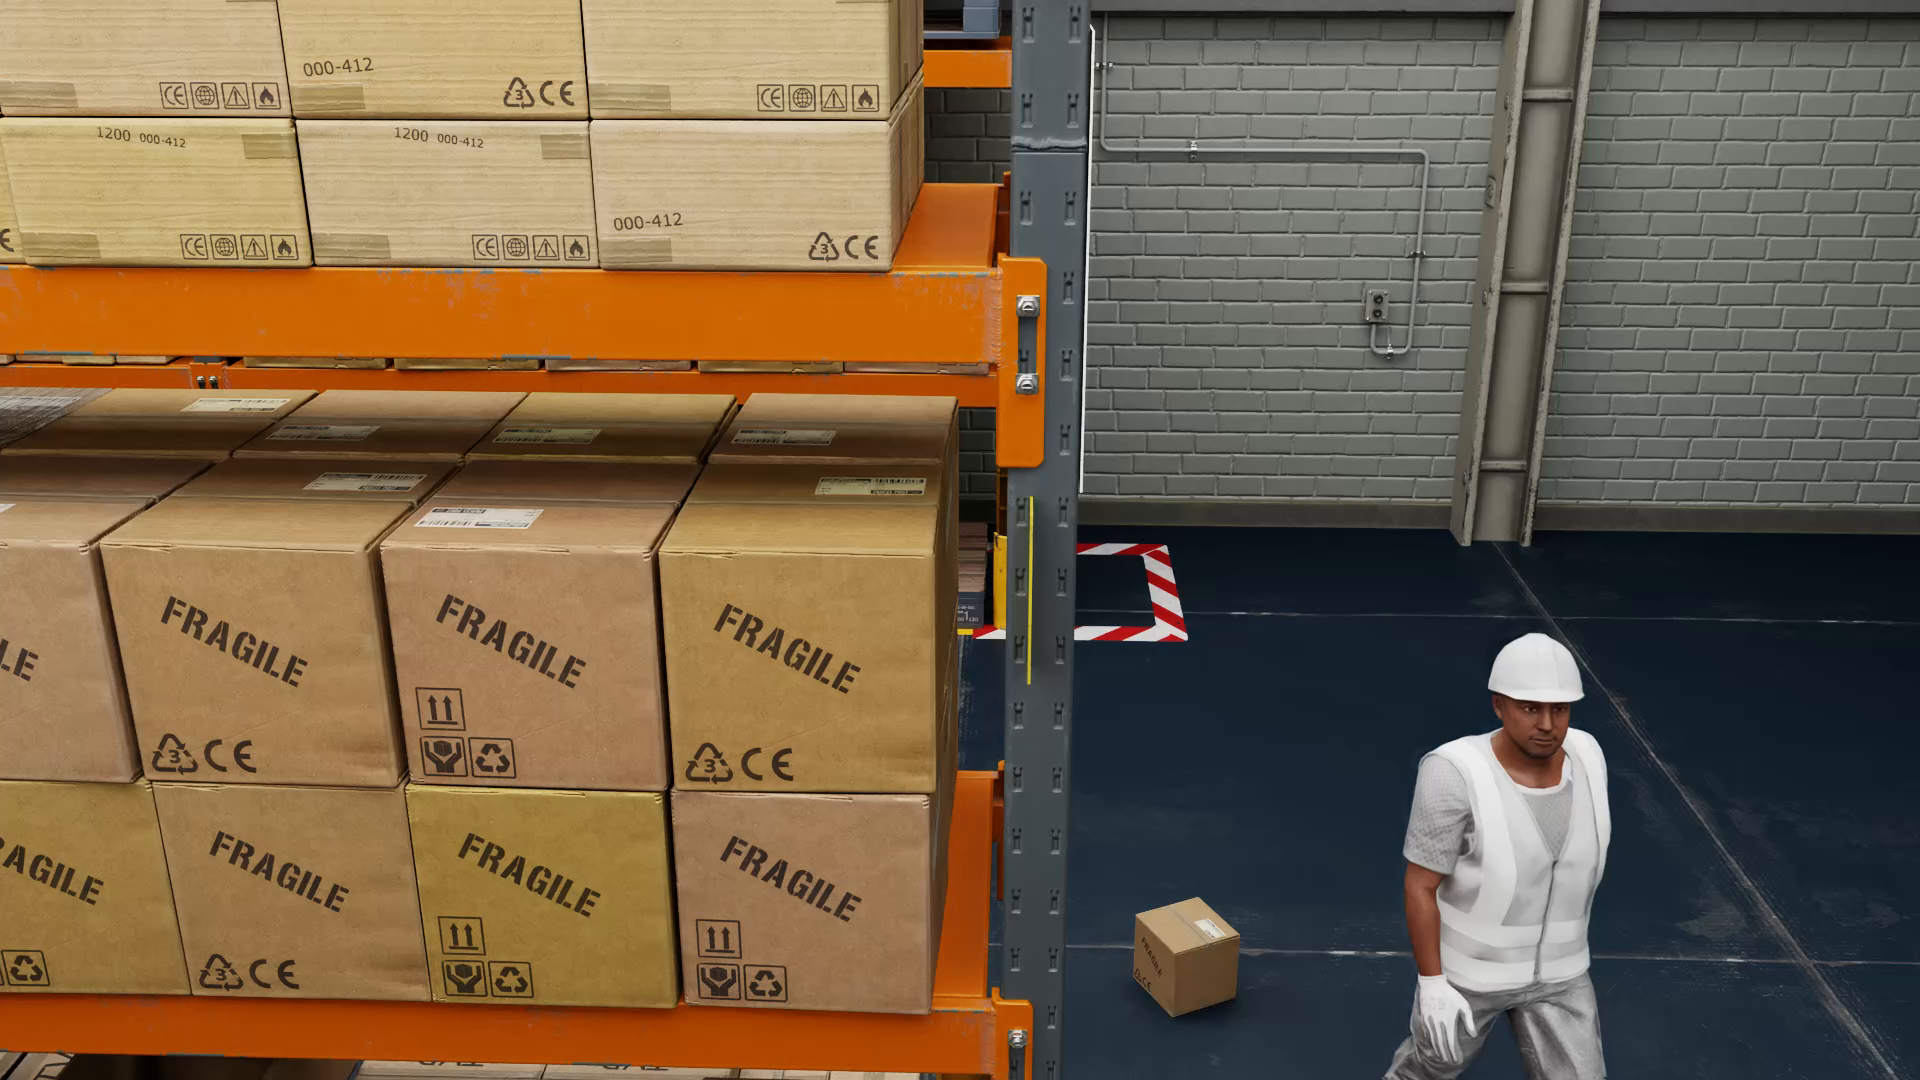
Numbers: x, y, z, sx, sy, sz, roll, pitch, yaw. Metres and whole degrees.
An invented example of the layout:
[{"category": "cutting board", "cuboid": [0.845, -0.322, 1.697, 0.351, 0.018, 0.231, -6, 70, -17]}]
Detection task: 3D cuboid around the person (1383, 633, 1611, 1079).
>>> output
[{"category": "person", "cuboid": [1.403, 1.076, 4.149, 0.605, 1.731, 0.999, -4, 21, -11]}]
